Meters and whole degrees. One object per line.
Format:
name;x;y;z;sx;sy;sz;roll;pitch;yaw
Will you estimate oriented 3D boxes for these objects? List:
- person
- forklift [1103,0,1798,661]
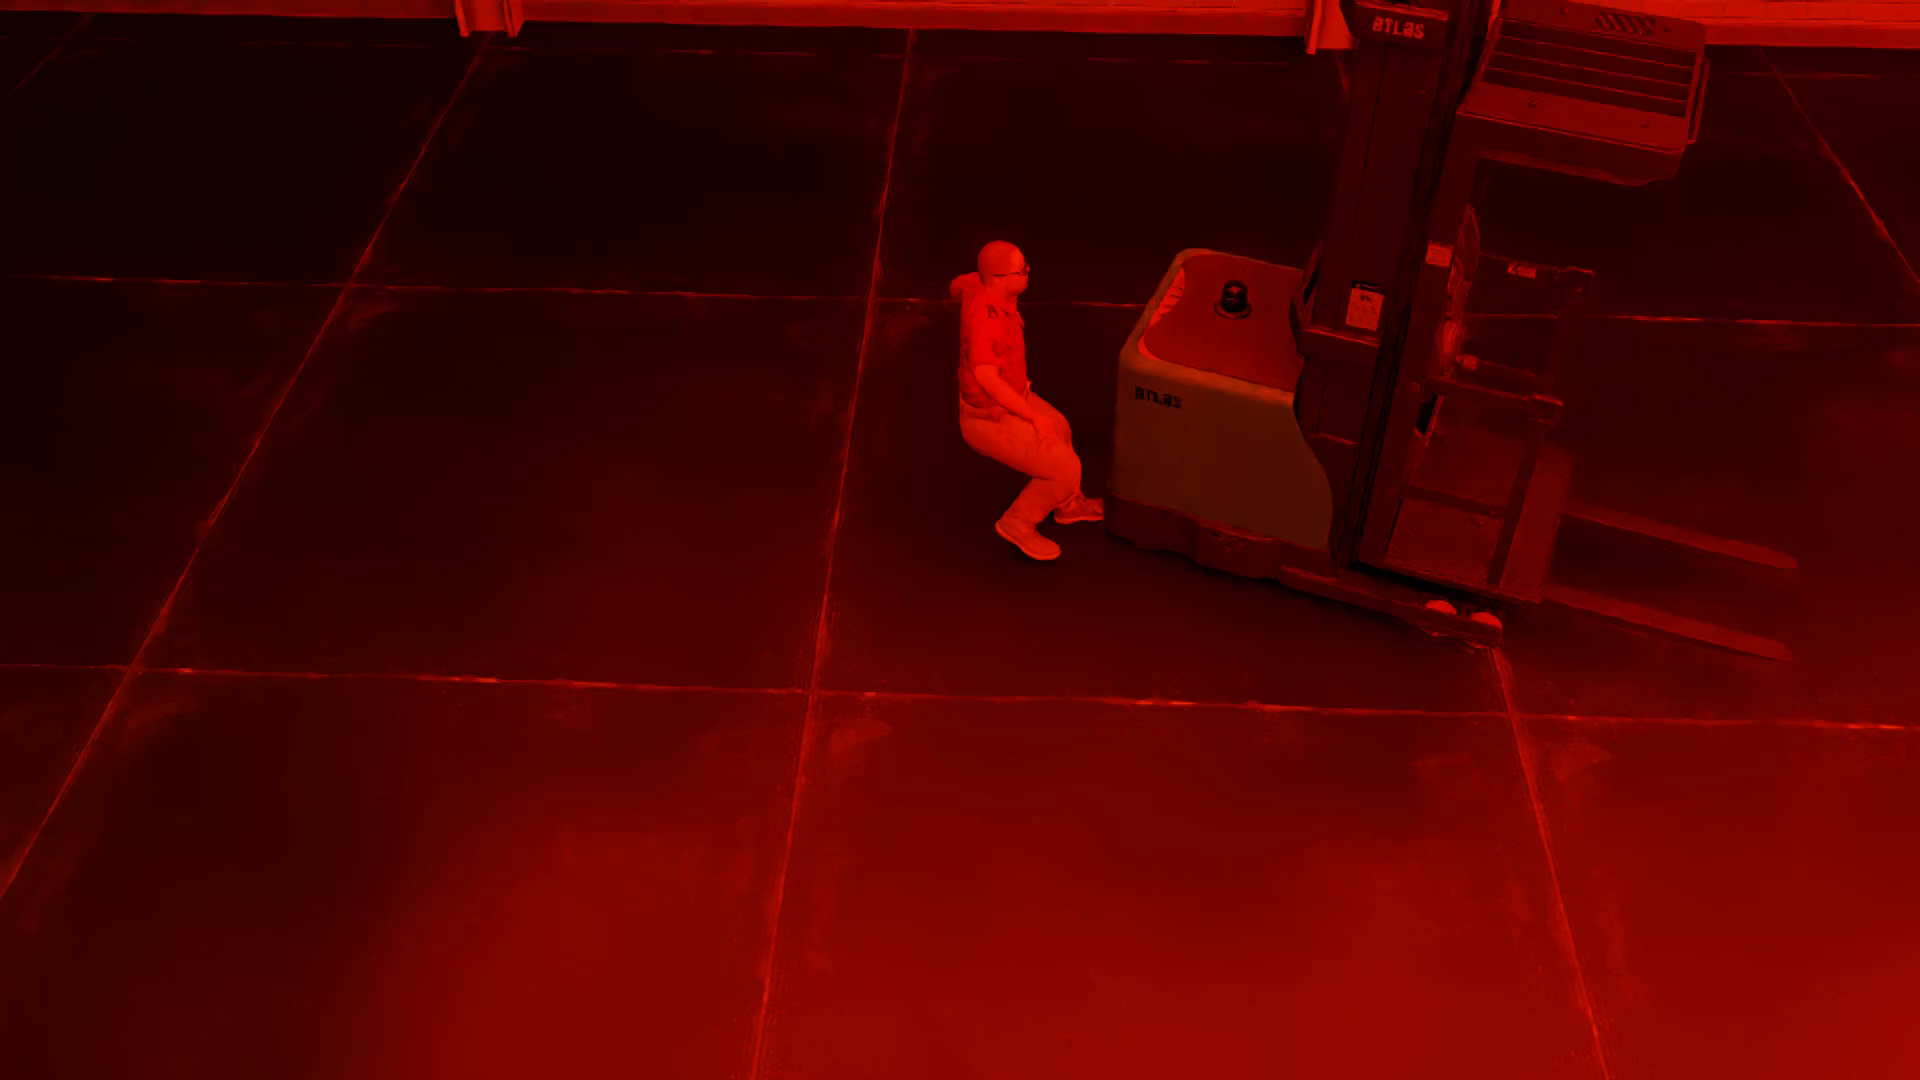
person;0.370;-0.635;7.414;0.814;1.608;1.029;-1;42;-1
forklift;2.245;-1.010;6.849;3.031;2.935;1.130;16;45;16
